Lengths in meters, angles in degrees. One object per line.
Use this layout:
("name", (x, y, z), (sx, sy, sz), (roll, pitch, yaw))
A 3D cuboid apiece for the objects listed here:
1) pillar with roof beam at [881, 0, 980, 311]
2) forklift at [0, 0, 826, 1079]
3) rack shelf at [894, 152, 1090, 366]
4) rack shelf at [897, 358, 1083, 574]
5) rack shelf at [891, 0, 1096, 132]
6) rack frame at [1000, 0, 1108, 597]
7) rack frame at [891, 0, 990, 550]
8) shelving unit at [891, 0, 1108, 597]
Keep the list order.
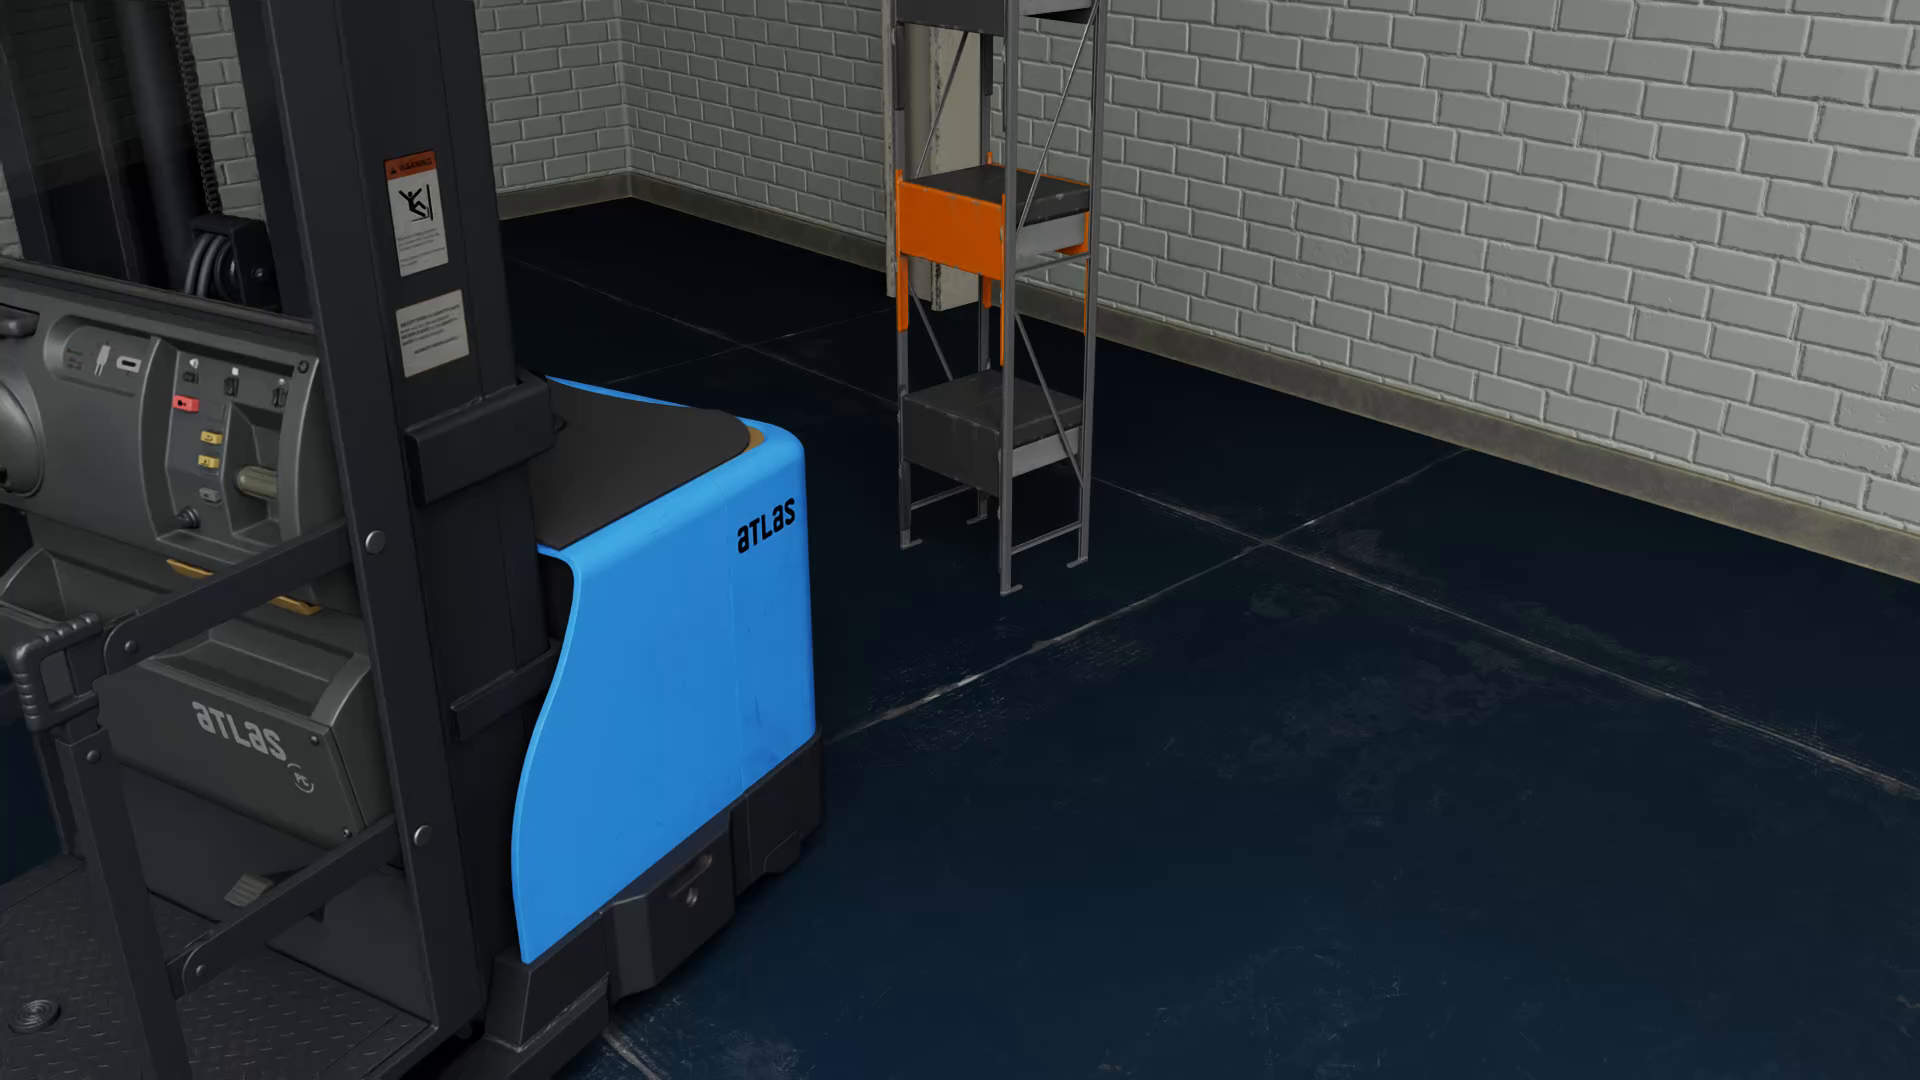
("pillar with roof beam", (-3.273, -4.107, 3.911), (9.100, 9.000, 0.400), (-21, 32, -38))
("forklift", (-1.501, -0.174, 2.599), (1.130, 2.935, 3.031), (13, 28, 27))
("rack shelf", (0.113, -0.893, 5.210), (0.431, 0.518, 0.480), (-21, 32, -38))
("rack shelf", (0.113, -0.256, 5.500), (0.431, 0.518, 0.480), (-21, 32, -38))
("rack shelf", (0.113, -1.530, 4.919), (0.431, 0.518, 0.480), (-21, 32, -38))
("rack frame", (0.280, -0.831, 5.042), (0.400, 2.100, 0.015), (-21, 32, -38))
("rack frame", (-0.054, -0.979, 5.366), (0.400, 2.100, 0.015), (-21, 32, -38))
("shelving unit", (0.113, -0.905, 5.204), (0.431, 2.100, 0.503), (-21, 32, -38))
